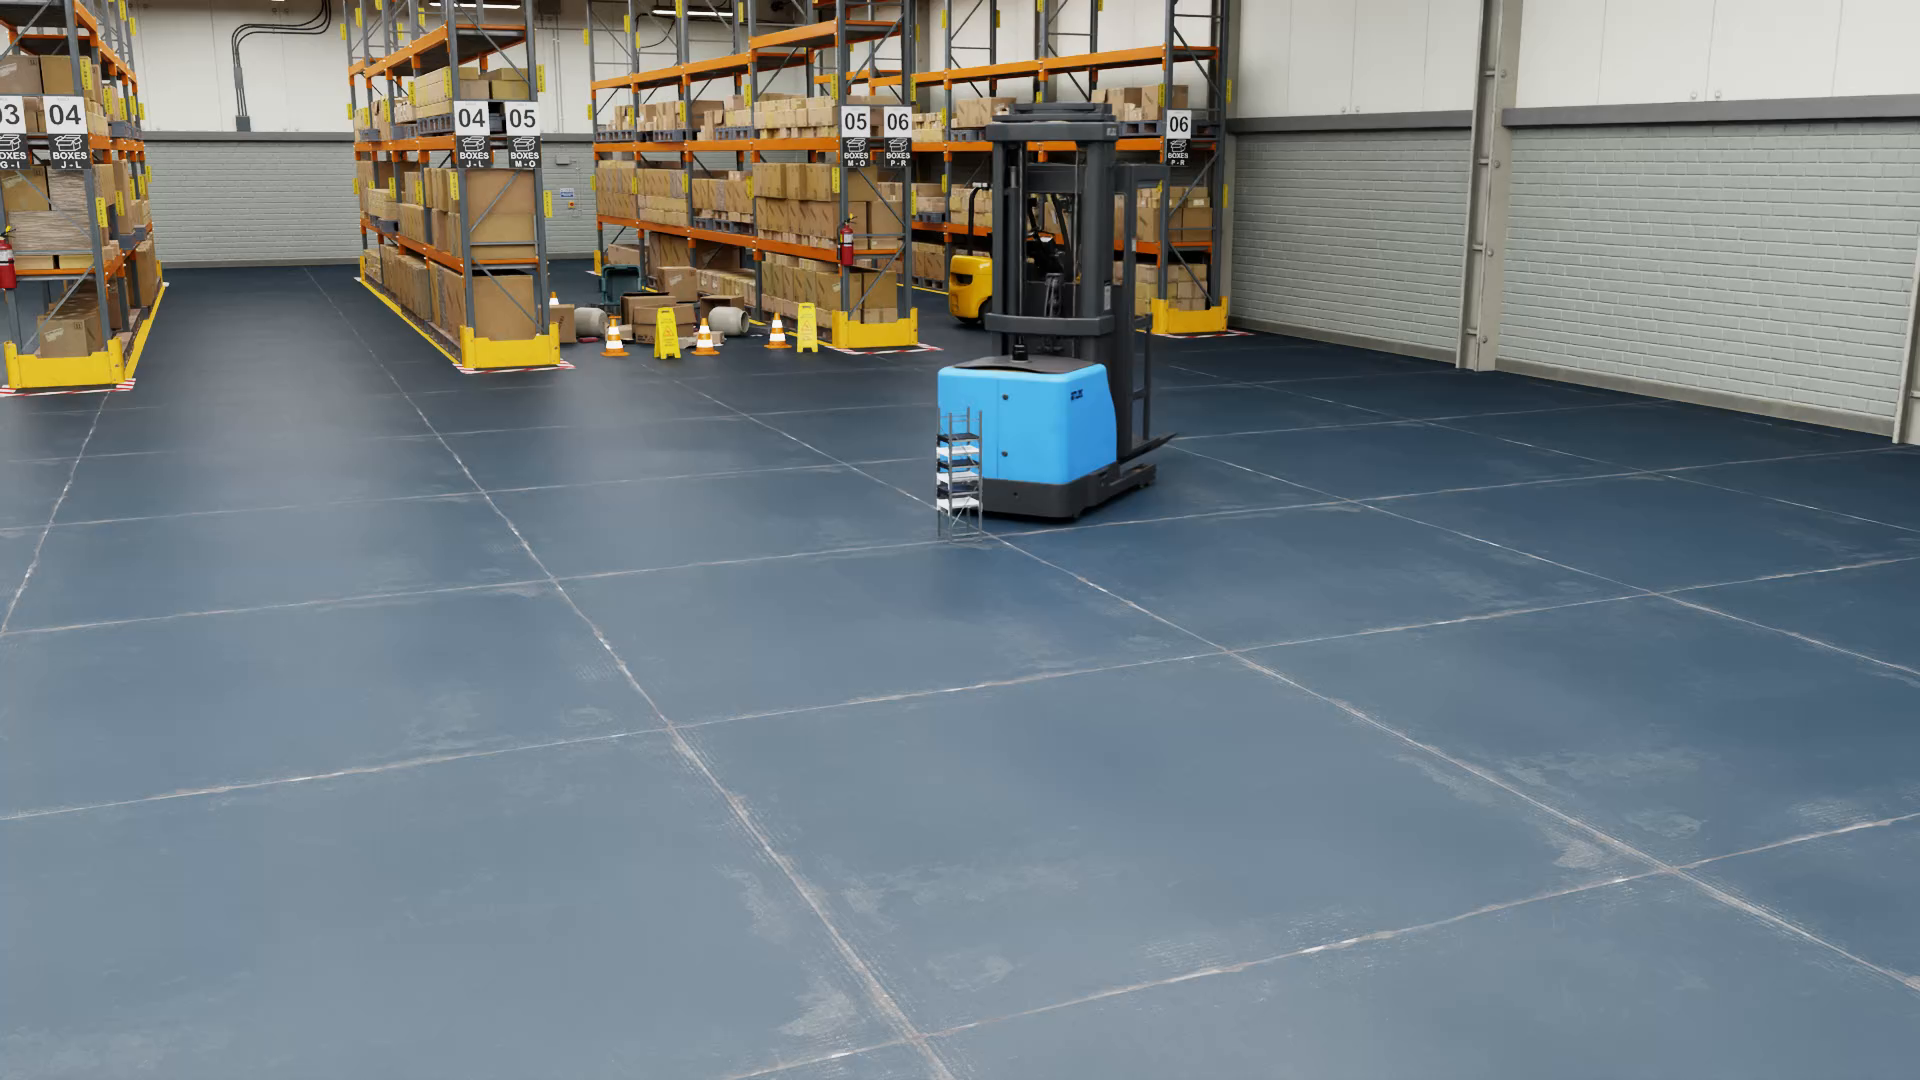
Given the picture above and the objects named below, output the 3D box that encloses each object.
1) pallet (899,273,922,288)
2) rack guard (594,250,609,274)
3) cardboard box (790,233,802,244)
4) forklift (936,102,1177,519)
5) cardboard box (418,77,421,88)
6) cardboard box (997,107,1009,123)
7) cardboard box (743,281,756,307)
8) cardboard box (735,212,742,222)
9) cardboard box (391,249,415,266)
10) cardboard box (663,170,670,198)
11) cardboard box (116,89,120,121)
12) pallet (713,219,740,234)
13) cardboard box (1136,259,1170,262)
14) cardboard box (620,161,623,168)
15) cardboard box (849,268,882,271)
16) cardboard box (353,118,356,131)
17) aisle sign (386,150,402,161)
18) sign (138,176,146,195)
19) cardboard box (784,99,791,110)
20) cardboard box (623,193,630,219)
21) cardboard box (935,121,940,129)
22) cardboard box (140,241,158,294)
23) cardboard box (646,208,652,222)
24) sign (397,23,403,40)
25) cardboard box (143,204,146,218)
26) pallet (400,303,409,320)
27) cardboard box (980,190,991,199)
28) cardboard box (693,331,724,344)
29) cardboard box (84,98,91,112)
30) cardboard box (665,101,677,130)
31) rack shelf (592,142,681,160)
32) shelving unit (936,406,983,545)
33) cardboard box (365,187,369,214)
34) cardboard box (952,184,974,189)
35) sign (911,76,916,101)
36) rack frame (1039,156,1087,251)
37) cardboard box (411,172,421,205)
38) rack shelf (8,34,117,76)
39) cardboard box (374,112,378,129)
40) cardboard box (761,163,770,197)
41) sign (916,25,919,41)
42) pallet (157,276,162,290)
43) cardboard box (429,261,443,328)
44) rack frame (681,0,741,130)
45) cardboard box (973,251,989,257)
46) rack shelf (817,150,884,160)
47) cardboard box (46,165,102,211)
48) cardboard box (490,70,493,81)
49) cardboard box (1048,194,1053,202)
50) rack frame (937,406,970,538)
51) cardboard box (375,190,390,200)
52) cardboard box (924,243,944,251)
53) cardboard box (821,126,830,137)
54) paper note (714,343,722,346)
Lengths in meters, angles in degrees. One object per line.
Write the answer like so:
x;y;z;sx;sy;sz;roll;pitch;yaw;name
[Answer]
-0.549;-5.288;33.748;1.003;0.211;1.213;-6;14;-23;pallet
-7.561;-6.228;37.169;1.175;0.500;0.348;-6;14;-23;rack guard
-2.282;-4.430;24.416;0.380;0.149;0.250;-6;14;-23;cardboard box
0.917;-1.866;12.931;1.130;2.935;3.031;6;14;25;forklift
-7.201;-6.263;22.762;0.380;0.149;0.250;-6;14;-23;cardboard box
0.981;-7.368;28.943;0.500;0.311;0.500;-6;14;-25;cardboard box
-2.957;-3.994;26.870;0.950;0.372;0.625;-5;14;-22;cardboard box
-3.429;-5.231;26.945;0.380;0.149;0.250;-6;14;-24;cardboard box
-9.568;-4.893;28.807;0.500;0.250;0.500;-5;14;-22;cardboard box
-5.199;-6.615;30.860;0.500;0.500;0.500;-6;14;-23;cardboard box
-13.007;-6.570;25.123;0.500;0.500;0.500;-5;14;-21;cardboard box
-3.516;-5.289;27.995;1.003;0.211;1.213;-6;14;-23;pallet
2.991;-4.260;26.071;0.500;0.250;0.500;-6;14;-23;cardboard box
-6.818;-7.771;34.414;0.380;0.149;0.250;-6;14;-24;cardboard box
-1.435;-3.669;24.075;0.500;0.500;0.500;-6;14;-25;cardboard box
-12.105;-8.488;33.964;0.500;0.250;0.500;-5;14;-22;cardboard box
-11.801;-8.281;34.733;0.394;0.787;0.004;-6;14;-23;aisle sign
-14.536;-6.295;29.526;0.100;0.325;0.005;-6;14;-23;sign
-2.345;-6.330;24.204;0.380;0.149;0.250;-6;14;-24;cardboard box
-6.580;-6.841;34.055;0.500;0.500;0.500;-6;14;-24;cardboard box
-0.249;-7.926;31.760;0.380;0.149;0.250;-6;14;-24;cardboard box
-14.755;-4.758;29.056;1.225;0.875;0.875;-6;14;-23;cardboard box
-5.806;-6.319;32.355;0.500;0.250;0.500;-6;14;-24;cardboard box
-11.530;-10.473;34.242;0.100;0.325;0.005;-6;14;-23;sign
-15.172;-6.015;30.378;0.500;0.250;0.500;-6;14;-23;cardboard box
-8.595;-3.791;27.284;1.003;0.211;1.213;-6;14;-23;pallet
0.584;-6.243;30.033;0.380;0.149;0.250;-5;14;-22;cardboard box
-3.518;-2.834;23.285;0.380;0.149;0.250;1;13;6;cardboard box
-10.136;-4.962;18.954;0.380;0.149;0.250;-5;14;-22;cardboard box
-4.917;-7.690;30.137;0.700;0.500;0.500;-6;15;-26;cardboard box
-6.750;-8.138;34.823;1.077;0.370;4.000;-6;14;-23;rack shelf
-0.003;-0.440;11.276;0.258;0.900;0.210;-6;14;-23;shelving unit
-11.302;-6.624;32.458;0.500;0.500;0.500;-6;14;-23;cardboard box
0.137;-6.611;32.127;0.500;0.500;0.500;-5;14;-20;cardboard box
-0.645;-6.071;22.358;0.100;0.325;0.005;-6;14;-23;sign
1.802;-5.410;28.094;1.000;3.000;0.127;-6;14;-23;rack frame
-8.260;-5.552;26.266;0.700;0.500;0.500;-6;14;-24;cardboard box
-12.626;-6.857;23.521;1.077;0.370;4.000;-6;14;-23;rack shelf
-10.284;-7.568;30.030;0.500;0.311;0.500;-6;14;-24;cardboard box
-2.582;-5.424;25.054;0.700;0.500;0.500;-6;14;-23;cardboard box
-0.896;-10.569;34.658;0.100;0.325;0.005;-6;14;-23;sign
-16.240;-5.029;32.629;1.003;0.211;1.213;-6;14;-23;pallet
-7.052;-3.526;23.735;0.875;0.875;0.875;-5;14;-22;cardboard box
-4.347;-8.710;29.048;1.000;3.000;0.127;-6;14;-23;rack frame
0.706;-5.020;30.743;0.875;0.625;0.625;-5;14;-21;cardboard box
-2.204;-8.587;36.764;1.077;0.370;4.000;-6;14;-23;rack shelf
-10.193;-4.059;19.155;0.500;0.500;0.500;-6;14;-23;cardboard box
-5.782;-5.902;21.203;0.380;0.149;0.250;-5;14;-22;cardboard box
1.689;-5.685;27.622;0.380;0.149;0.250;-6;14;-24;cardboard box
-0.044;-0.461;11.366;0.240;0.900;0.006;-6;14;-23;rack frame
-10.078;-6.073;29.263;0.380;0.149;0.250;-5;14;-21;cardboard box
-0.497;-5.789;32.905;0.380;0.149;0.250;-5;14;-21;cardboard box
-1.671;-5.571;22.692;0.380;0.149;0.250;-6;14;-23;cardboard box
-3.345;-2.704;22.985;0.148;0.019;0.142;-12;18;-42;paper note
